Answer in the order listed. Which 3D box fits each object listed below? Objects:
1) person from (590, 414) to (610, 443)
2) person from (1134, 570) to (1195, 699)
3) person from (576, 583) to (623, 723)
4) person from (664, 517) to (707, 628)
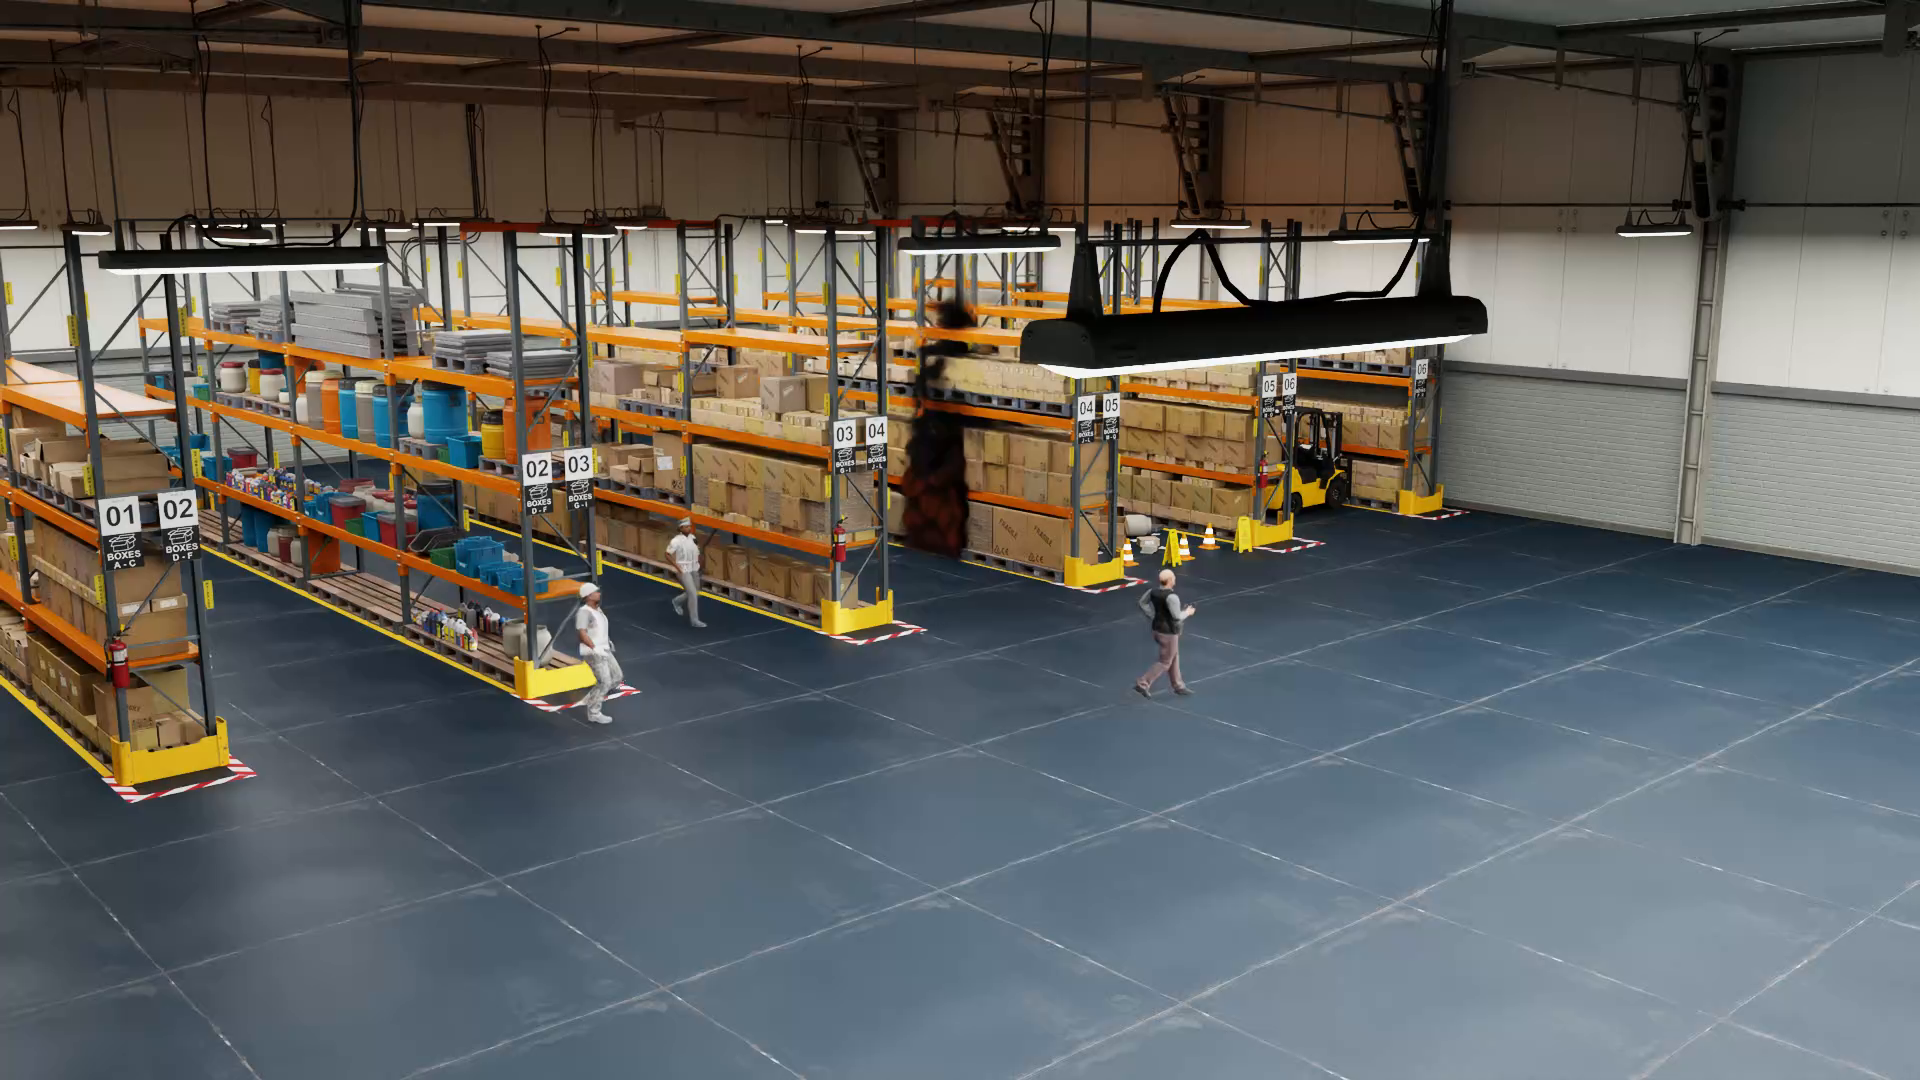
[{"bbox_3d":[-8.852,-2.776,41.237,0.728,1.853,0.744,-10,15,-40],"label":"person"},{"bbox_3d":[2.647,1.222,21.342,0.950,1.725,0.657,-5,12,-22],"label":"person"},{"bbox_3d":[-4.471,1.391,20.662,0.520,1.722,0.744,1,11,5],"label":"person"},{"bbox_3d":[-4.174,0.468,25.310,0.834,1.669,0.588,9,14,38],"label":"person"}]
